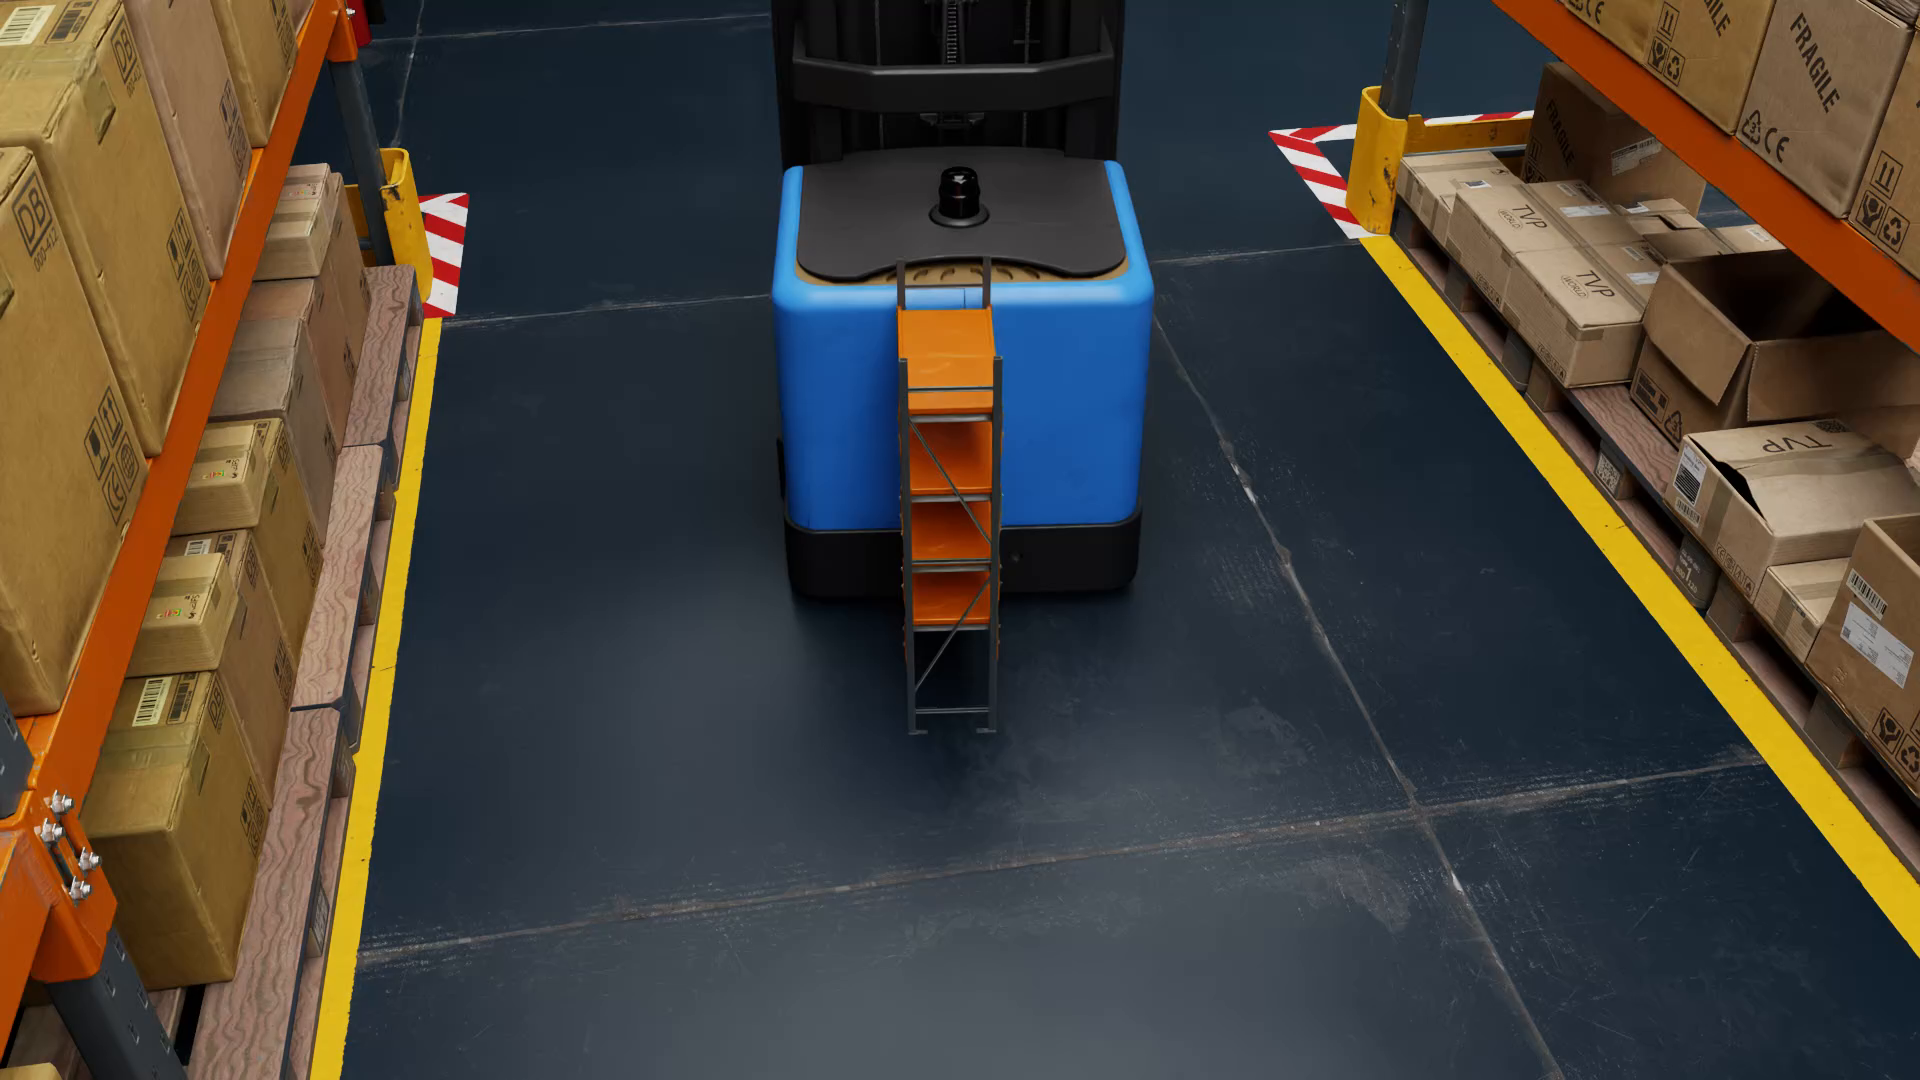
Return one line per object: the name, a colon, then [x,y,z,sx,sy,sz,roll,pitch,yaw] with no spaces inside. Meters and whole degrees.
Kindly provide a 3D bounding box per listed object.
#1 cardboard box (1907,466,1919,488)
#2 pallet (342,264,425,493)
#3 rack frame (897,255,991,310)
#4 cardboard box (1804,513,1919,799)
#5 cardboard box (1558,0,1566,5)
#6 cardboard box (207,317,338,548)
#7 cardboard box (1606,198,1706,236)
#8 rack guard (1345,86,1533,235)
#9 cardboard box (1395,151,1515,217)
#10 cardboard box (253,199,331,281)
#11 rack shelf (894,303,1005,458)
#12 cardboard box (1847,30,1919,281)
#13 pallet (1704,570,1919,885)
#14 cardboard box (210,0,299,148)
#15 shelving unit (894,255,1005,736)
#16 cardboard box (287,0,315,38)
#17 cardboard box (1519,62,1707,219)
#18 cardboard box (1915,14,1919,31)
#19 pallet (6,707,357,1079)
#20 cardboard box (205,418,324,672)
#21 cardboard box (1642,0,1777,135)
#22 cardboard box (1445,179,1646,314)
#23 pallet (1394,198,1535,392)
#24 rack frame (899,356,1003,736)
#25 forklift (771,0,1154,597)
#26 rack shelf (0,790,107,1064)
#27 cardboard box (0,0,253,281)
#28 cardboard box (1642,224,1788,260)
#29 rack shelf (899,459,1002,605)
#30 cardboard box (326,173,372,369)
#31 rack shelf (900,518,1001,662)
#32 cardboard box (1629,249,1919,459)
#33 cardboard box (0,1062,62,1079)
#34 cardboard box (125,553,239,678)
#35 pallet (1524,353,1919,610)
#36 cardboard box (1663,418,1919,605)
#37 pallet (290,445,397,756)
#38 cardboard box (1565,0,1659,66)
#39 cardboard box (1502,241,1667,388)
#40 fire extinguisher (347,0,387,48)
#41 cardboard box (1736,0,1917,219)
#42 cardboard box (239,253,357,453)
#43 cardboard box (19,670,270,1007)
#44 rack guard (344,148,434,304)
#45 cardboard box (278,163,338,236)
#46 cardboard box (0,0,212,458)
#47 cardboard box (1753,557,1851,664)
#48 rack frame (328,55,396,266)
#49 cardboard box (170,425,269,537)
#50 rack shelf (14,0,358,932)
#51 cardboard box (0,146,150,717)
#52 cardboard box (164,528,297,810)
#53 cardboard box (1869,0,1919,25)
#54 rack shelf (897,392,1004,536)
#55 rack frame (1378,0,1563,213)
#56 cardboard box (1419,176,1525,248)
cardboard box: [2.903,-0.089,4.870,0.380,0.166,0.250,-6,38,-8]
pallet: [-2.435,-0.541,5.774,1.003,0.211,1.213,-6,38,-8]
rack frame: [-0.041,-0.244,4.586,0.240,1.200,0.015,-1,38,-2]
cardboard box: [2.546,0.264,4.144,0.500,0.500,0.500,-6,38,-8]
cardboard box: [2.137,-2.084,5.405,0.500,0.500,0.500,-7,38,-8]
cardboard box: [-2.255,-0.277,4.857,0.700,0.500,0.500,-7,38,-9]
cardboard box: [2.544,-1.150,6.236,0.380,0.166,0.250,-6,38,-8]
rack guard: [2.237,-1.618,6.926,1.175,0.500,0.348,-6,38,-8]
cardboard box: [1.959,-1.410,6.585,0.380,0.149,0.250,-6,38,-8]
cardboard box: [-2.184,-0.927,5.165,0.380,0.149,0.250,-5,38,-7]
rack shelf: [-0.031,-0.404,4.152,0.258,0.148,0.480,-1,38,-2]
cardboard box: [2.493,-0.861,3.831,0.500,0.500,0.500,-5,38,-7]
pallet: [2.805,0.451,4.498,1.003,0.211,1.213,-6,38,-8]
cardboard box: [-2.415,-1.490,4.478,0.980,0.700,0.700,-7,38,-8]
shelving unit: [-0.031,-0.094,4.393,0.258,1.200,0.503,-1,38,-2]
cardboard box: [-2.553,-1.928,5.042,0.980,0.700,0.700,-5,38,-6]
cardboard box: [2.561,-1.536,6.461,0.500,0.500,0.500,-6,38,-8]
cardboard box: [2.489,-1.257,3.526,0.500,0.500,0.500,-7,38,-9]
pallet: [-2.008,0.933,3.877,1.003,0.211,1.213,-6,38,-8]
cardboard box: [-2.154,0.044,4.443,0.700,0.500,0.500,-5,38,-7]
cardboard box: [2.309,-1.478,4.626,0.500,0.500,0.500,-6,38,-7]
cardboard box: [2.127,-1.078,6.076,0.500,0.250,0.500,-6,38,-8]
pallet: [2.378,-1.023,6.395,1.003,0.211,1.213,-6,38,-8]
rack frame: [-0.021,0.056,4.200,0.240,1.200,0.015,-1,38,-2]
forklift: [-0.046,-1.870,5.268,1.130,2.935,3.031,-1,38,-2]
rack shelf: [-1.601,1.792,1.085,1.077,0.370,4.000,-6,38,-8]
cardboard box: [-2.290,-1.028,3.884,0.980,0.700,0.700,-8,39,-10]
cardboard box: [2.698,-0.860,5.795,0.500,0.250,0.500,-6,38,-8]
rack shelf: [-0.031,-0.041,4.434,0.258,0.148,0.480,-1,38,-2]
cardboard box: [-2.431,-0.883,5.637,0.700,0.500,0.500,-6,38,-8]
rack shelf: [-0.031,0.116,4.556,0.258,0.148,0.480,-1,38,-2]
cardboard box: [2.590,-0.558,5.199,0.797,0.503,0.637,-6,38,-8]
cardboard box: [-1.709,1.361,2.463,0.750,0.750,0.750,-6,38,-7]
cardboard box: [-1.862,0.175,3.746,0.380,0.149,0.250,-5,38,-6]
pallet: [2.588,-0.288,5.448,1.003,0.211,1.213,-6,38,-8]
cardboard box: [2.414,-0.114,4.785,0.500,0.311,0.500,-6,38,-8]
pallet: [-2.225,0.195,4.827,1.003,0.211,1.213,-6,38,-8]
cardboard box: [2.223,-1.780,5.015,0.500,0.500,0.500,-6,38,-8]
cardboard box: [2.215,-0.776,5.687,0.500,0.250,0.500,-6,38,-8]
fire extinguisher: [-2.225,-2.079,5.849,0.296,0.674,0.183,-6,38,-8]
cardboard box: [2.401,-1.171,4.230,0.500,0.500,0.500,-5,38,-7]
cardboard box: [-2.344,-0.581,5.248,0.700,0.500,0.500,-6,38,-8]
cardboard box: [-1.982,0.658,3.653,0.700,0.500,0.500,-6,38,-7]
rack guard: [-2.657,-1.144,6.315,1.175,0.500,0.348,-6,38,-8]
cardboard box: [-2.230,-1.081,5.363,0.380,0.149,0.250,-7,38,-8]
cardboard box: [-2.153,-0.590,3.320,0.980,0.700,0.700,-7,38,-9]
cardboard box: [2.421,0.183,4.535,0.380,0.149,0.250,-6,38,-8]
rack frame: [-2.653,-2.116,5.529,1.000,3.000,0.127,-6,38,-8]
cardboard box: [-1.954,-0.140,4.151,0.380,0.149,0.250,-7,38,-9]
rack shelf: [-2.302,-0.624,4.195,1.077,0.370,4.000,-6,38,-8]
cardboard box: [-2.030,-0.148,2.751,0.980,0.700,0.700,-6,38,-7]
cardboard box: [-2.066,0.354,4.044,0.700,0.500,0.500,-7,38,-8]
cardboard box: [2.401,-1.561,3.918,0.500,0.500,0.500,-6,38,-8]
rack shelf: [-0.031,-0.218,4.297,0.258,0.148,0.480,-1,38,-2]
rack frame: [2.224,-2.652,6.218,1.000,3.000,0.127,-6,38,-8]
cardboard box: [2.003,-1.266,6.385,0.380,0.166,0.250,-6,38,-8]
